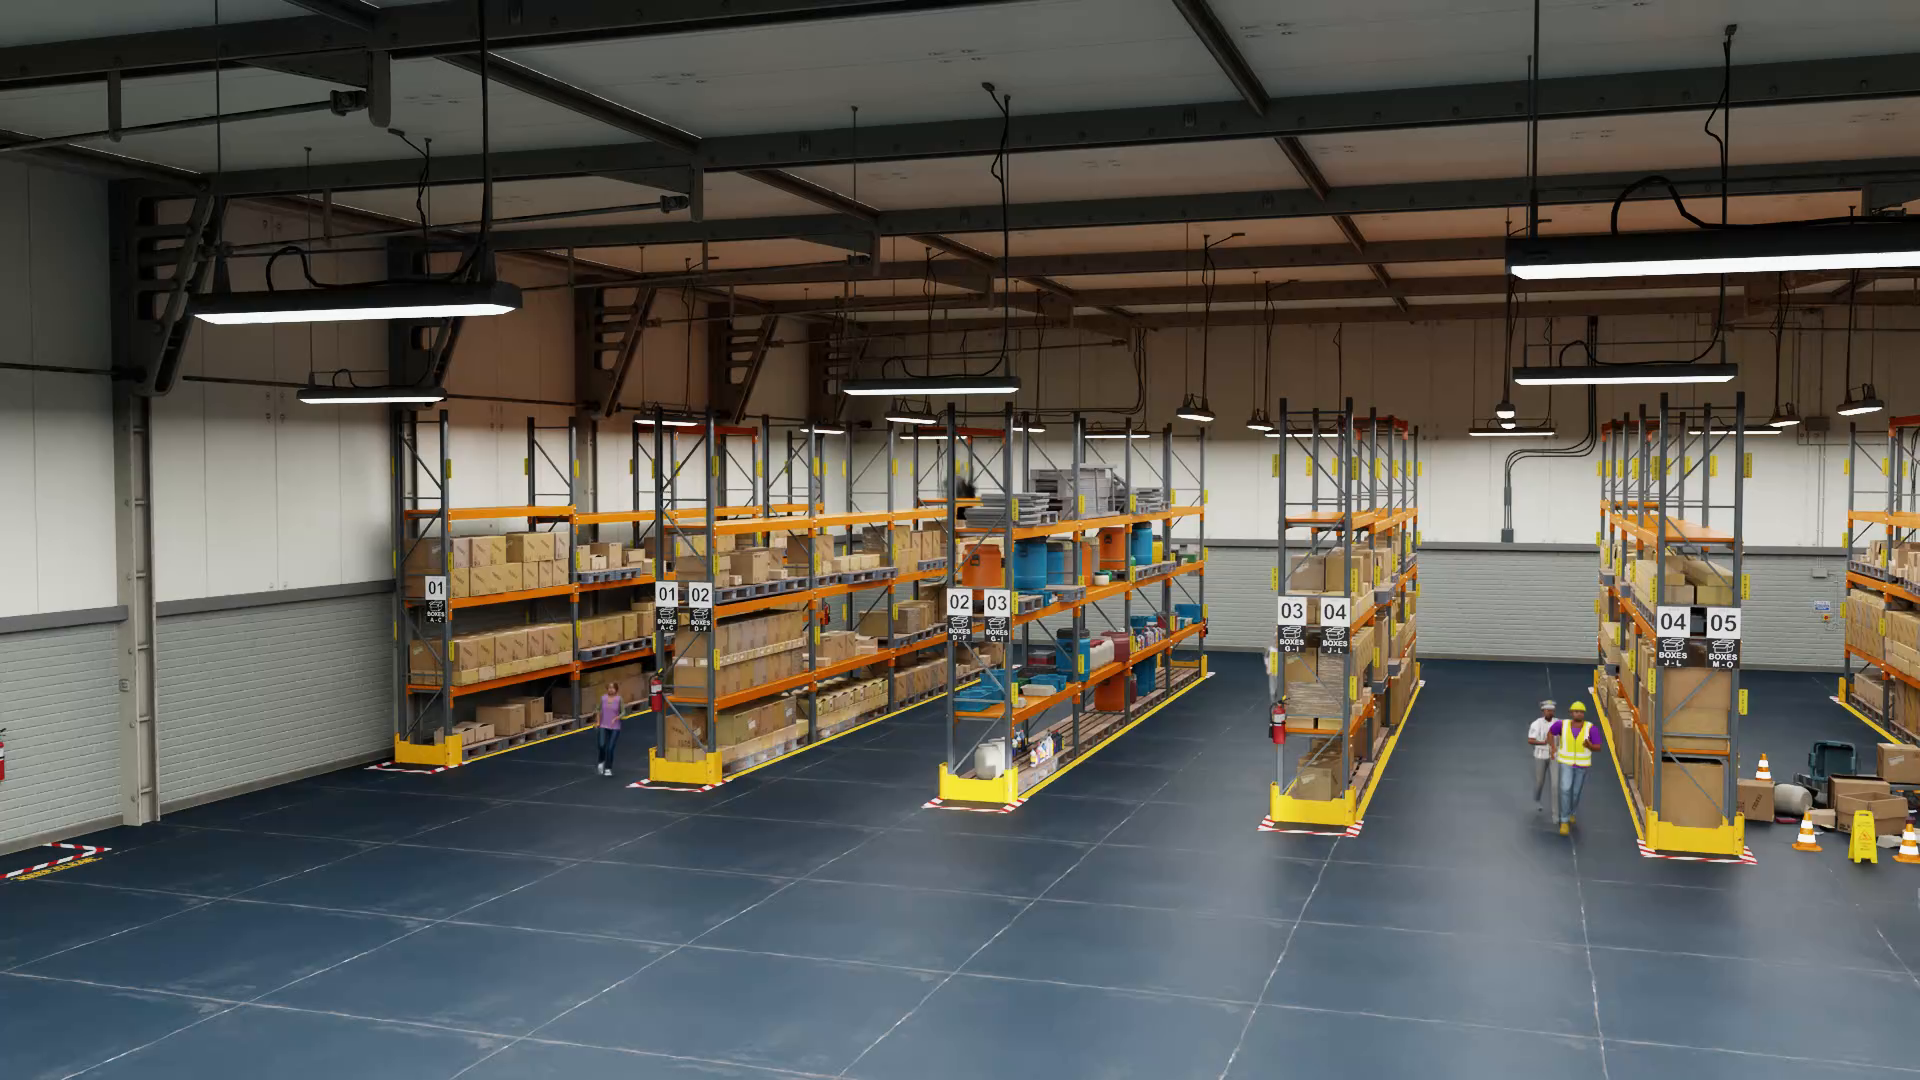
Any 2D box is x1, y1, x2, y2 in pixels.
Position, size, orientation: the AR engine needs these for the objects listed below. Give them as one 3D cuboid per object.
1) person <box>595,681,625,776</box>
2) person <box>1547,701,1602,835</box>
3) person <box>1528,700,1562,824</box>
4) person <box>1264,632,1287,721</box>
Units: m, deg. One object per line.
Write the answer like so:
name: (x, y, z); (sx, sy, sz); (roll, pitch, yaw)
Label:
person: (-5.692, 3.066, 27.003); (0.503, 1.557, 0.537); (0, 2, -6)
person: (8.465, 3.099, 22.875); (0.684, 1.771, 0.917); (1, 3, 14)
person: (8.376, 3.115, 23.686); (0.572, 1.691, 0.934); (0, 2, 9)
person: (6.337, 2.689, 33.030); (0.671, 1.760, 0.913); (1, 3, 21)
